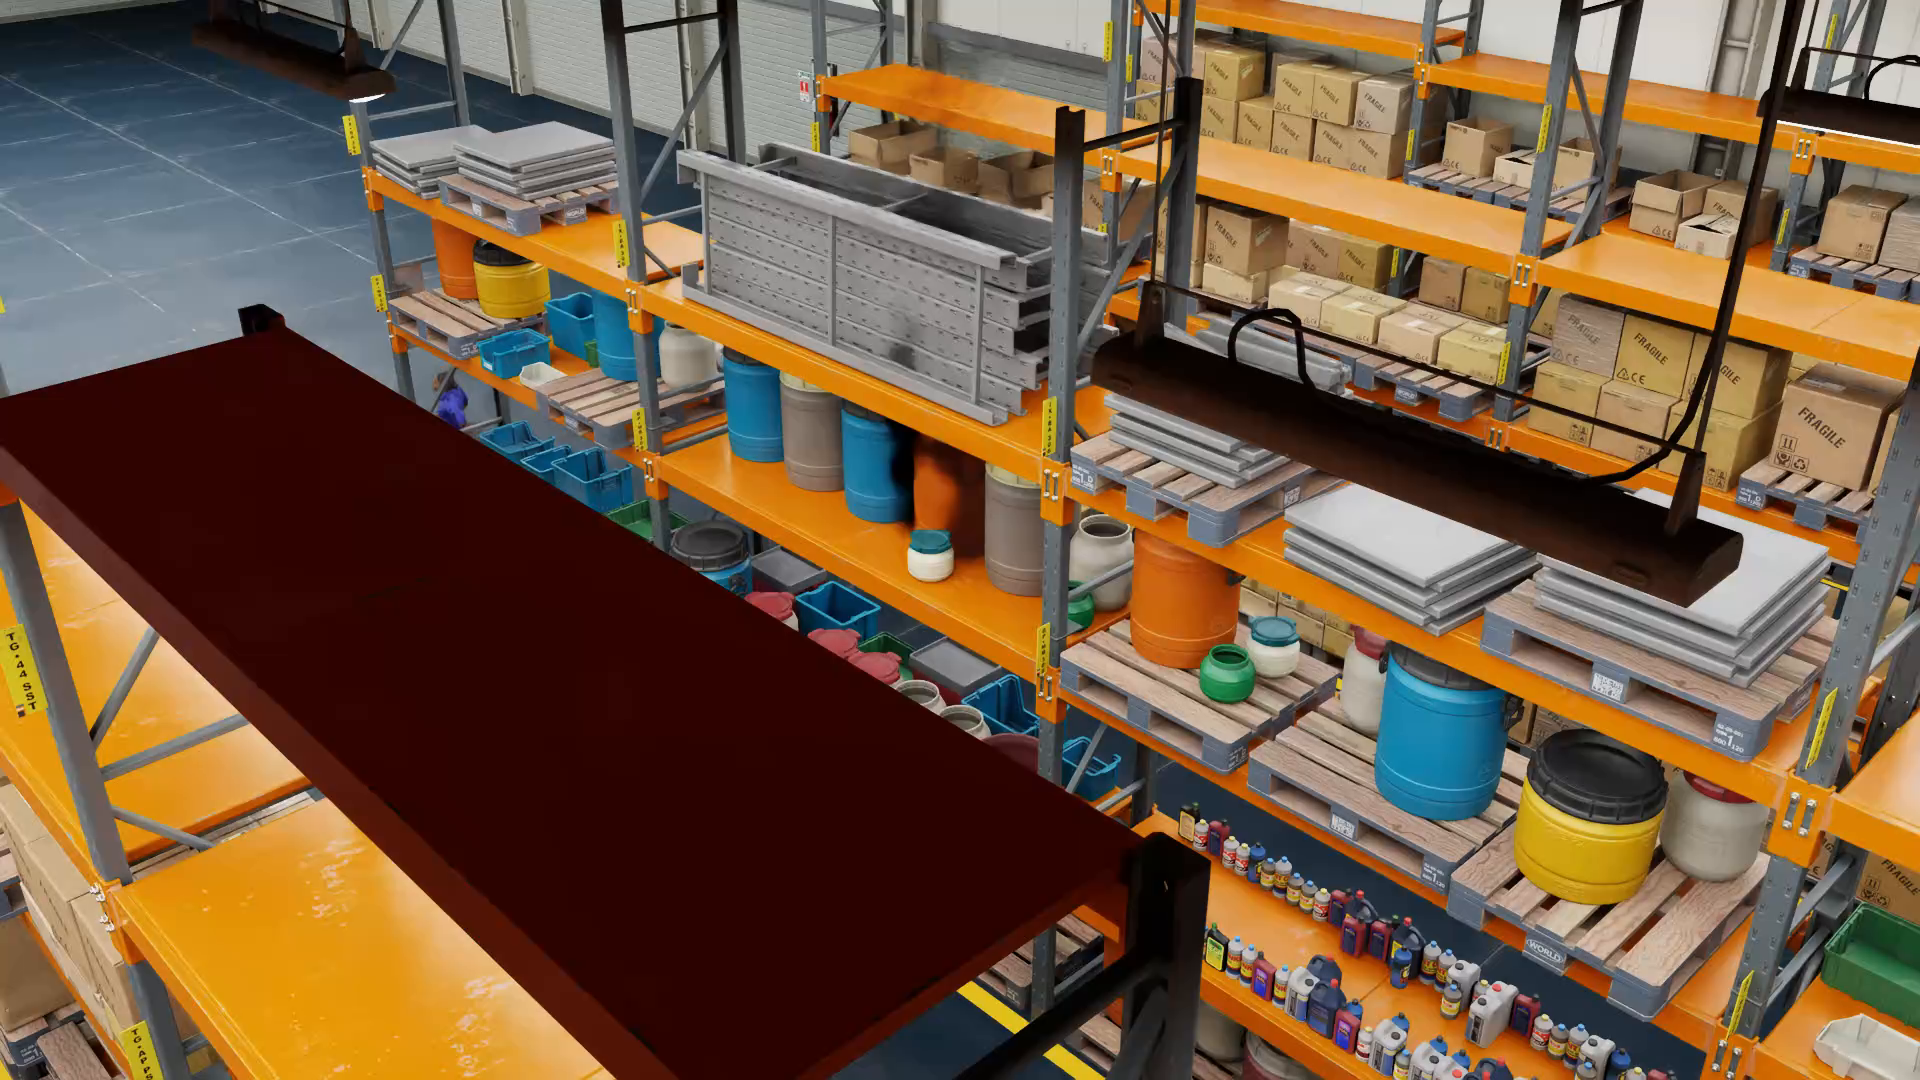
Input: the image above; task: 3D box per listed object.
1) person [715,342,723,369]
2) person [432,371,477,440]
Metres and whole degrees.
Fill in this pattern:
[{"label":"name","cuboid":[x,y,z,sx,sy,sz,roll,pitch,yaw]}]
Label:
[{"label":"person","cuboid":[-2.892,-2.450,19.650,0.802,1.786,0.715,-7,29,-12]},{"label":"person","cuboid":[-5.083,-1.018,17.104,0.844,1.592,0.629,0,28,1]}]
